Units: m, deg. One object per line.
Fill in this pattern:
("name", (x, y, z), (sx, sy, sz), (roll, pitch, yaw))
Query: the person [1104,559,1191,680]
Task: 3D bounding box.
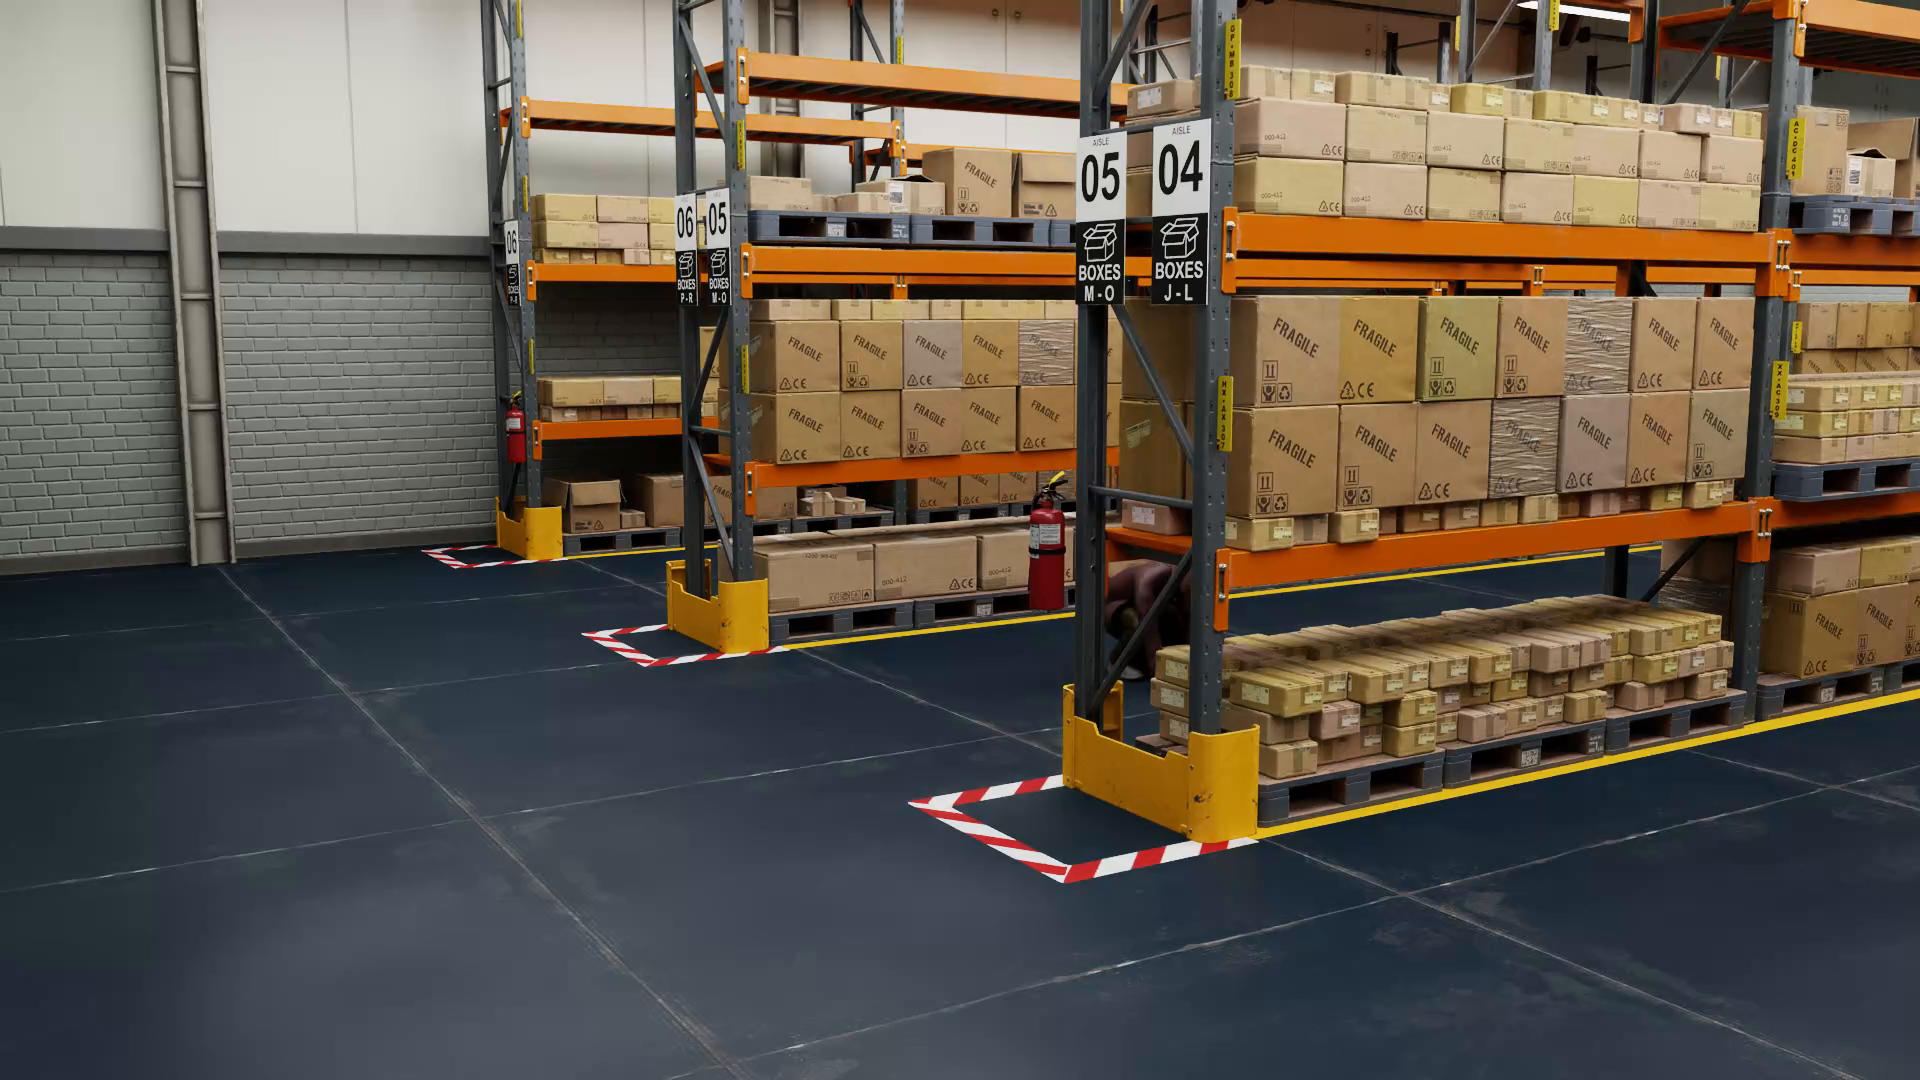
("person", (1.246, 0.517, 10.783), (0.575, 0.817, 0.937), (-5, 9, -32))
